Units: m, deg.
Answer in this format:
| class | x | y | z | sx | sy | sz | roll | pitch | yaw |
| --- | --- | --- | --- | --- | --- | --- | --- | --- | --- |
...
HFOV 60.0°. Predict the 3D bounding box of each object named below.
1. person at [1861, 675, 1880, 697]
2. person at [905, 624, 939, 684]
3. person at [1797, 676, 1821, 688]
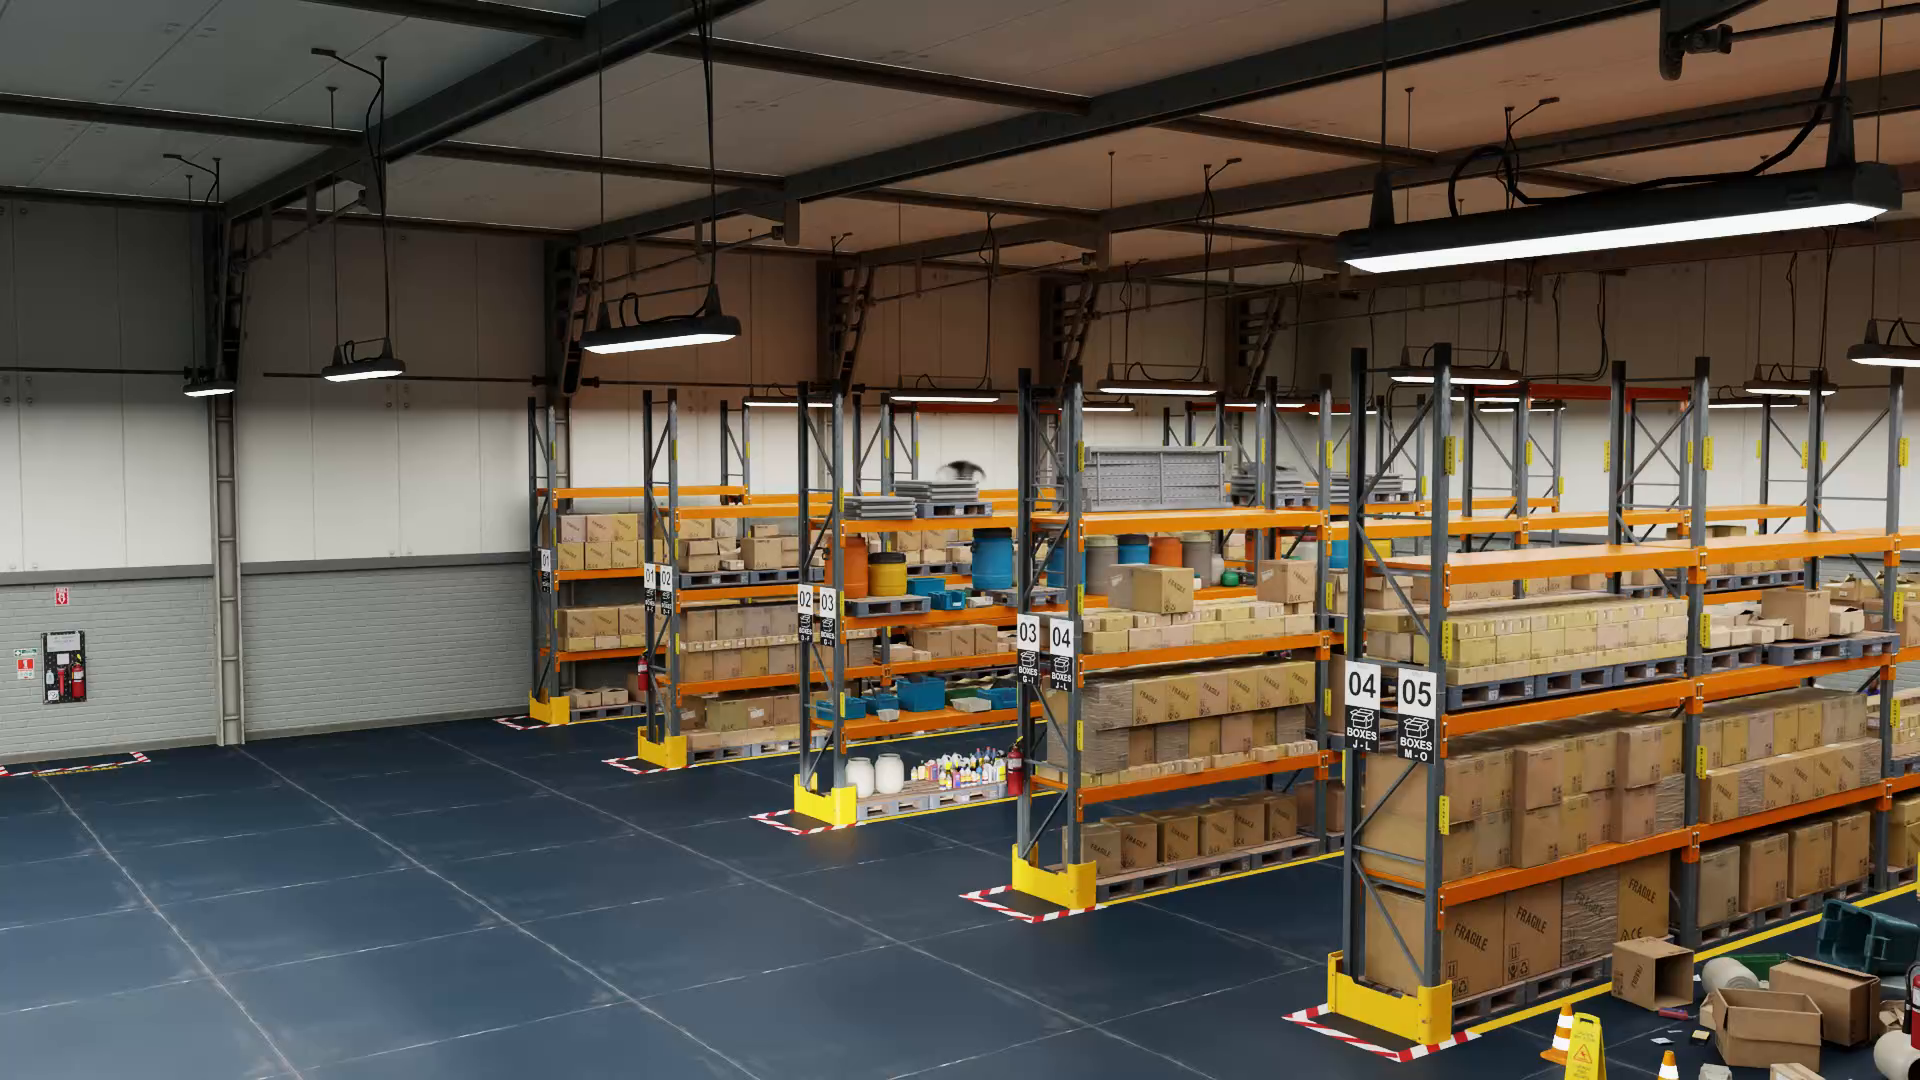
| class | x | y | z | sx | sy | sz | roll | pitch | yaw |
| --- | --- | --- | --- | --- | --- | --- | --- | --- | --- |
| person | 13.795 | 2.870 | 25.118 | 0.539 | 1.677 | 0.892 | 3 | 5 | 42 |
| person | -0.716 | 2.390 | 33.486 | 1.065 | 1.553 | 0.671 | -2 | 4 | -33 |
| person | 13.062 | 2.799 | 25.547 | 0.579 | 1.692 | 0.741 | -1 | 3 | -11 |
